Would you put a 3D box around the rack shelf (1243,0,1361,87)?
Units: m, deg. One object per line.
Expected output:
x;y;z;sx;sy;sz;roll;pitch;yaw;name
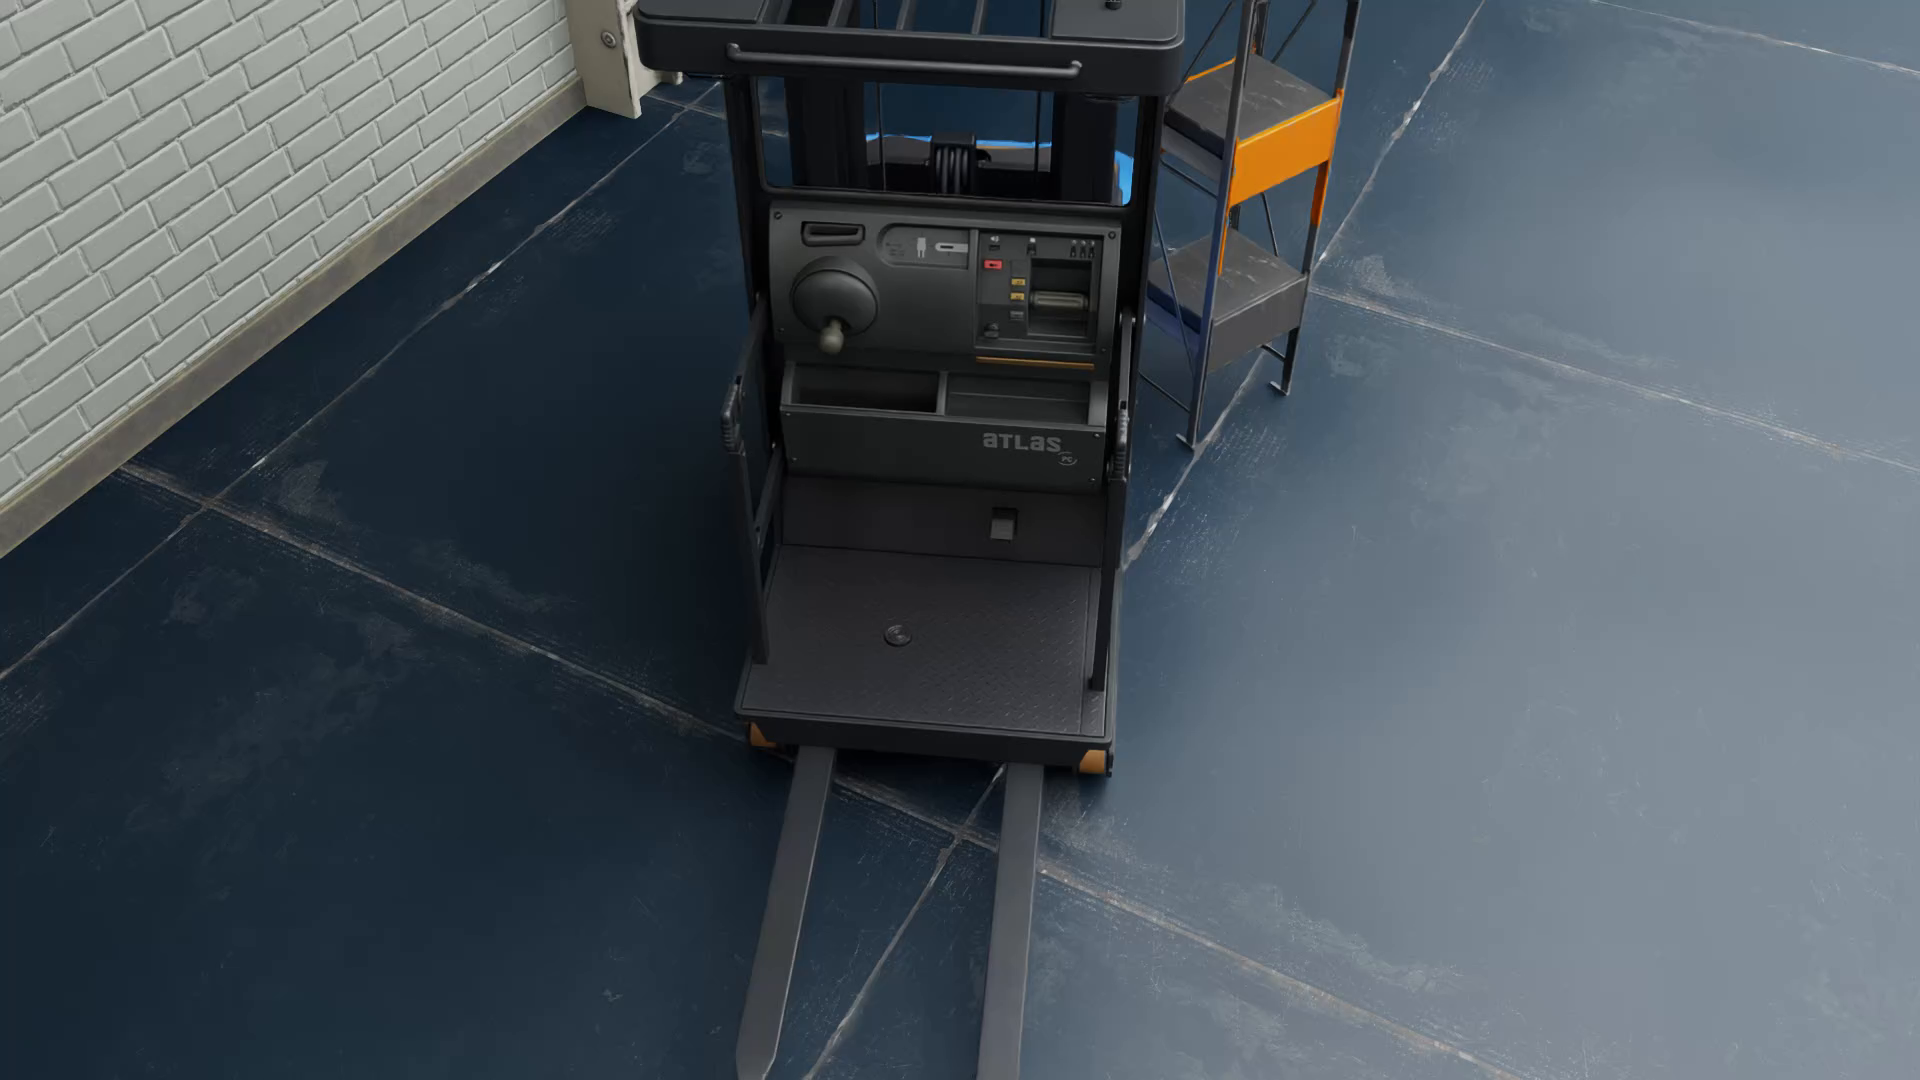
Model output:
0.924;-1.772;5.060;0.480;0.518;0.431;-29;52;-25;rack shelf

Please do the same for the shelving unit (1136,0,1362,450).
0.924;-1.289;5.548;0.503;2.100;0.431;-29;52;-25;shelving unit

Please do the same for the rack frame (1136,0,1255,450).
0.731;-1.183;5.443;0.015;2.100;0.400;-29;52;-25;rack frame

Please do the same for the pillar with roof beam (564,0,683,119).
2.271;-3.858;3.236;9.100;9.000;0.400;20;49;19;pillar with roof beam

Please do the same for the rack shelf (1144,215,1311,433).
0.924;-0.788;6.055;0.480;0.518;0.431;-29;52;-25;rack shelf

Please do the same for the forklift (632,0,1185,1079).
-0.064;-0.582;4.265;1.130;2.935;3.031;4;45;4;forklift

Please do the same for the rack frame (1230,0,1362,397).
1.117;-1.395;5.653;0.015;2.100;0.400;-29;52;-25;rack frame

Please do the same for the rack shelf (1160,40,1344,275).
0.924;-1.280;5.558;0.480;0.518;0.431;-29;52;-25;rack shelf
